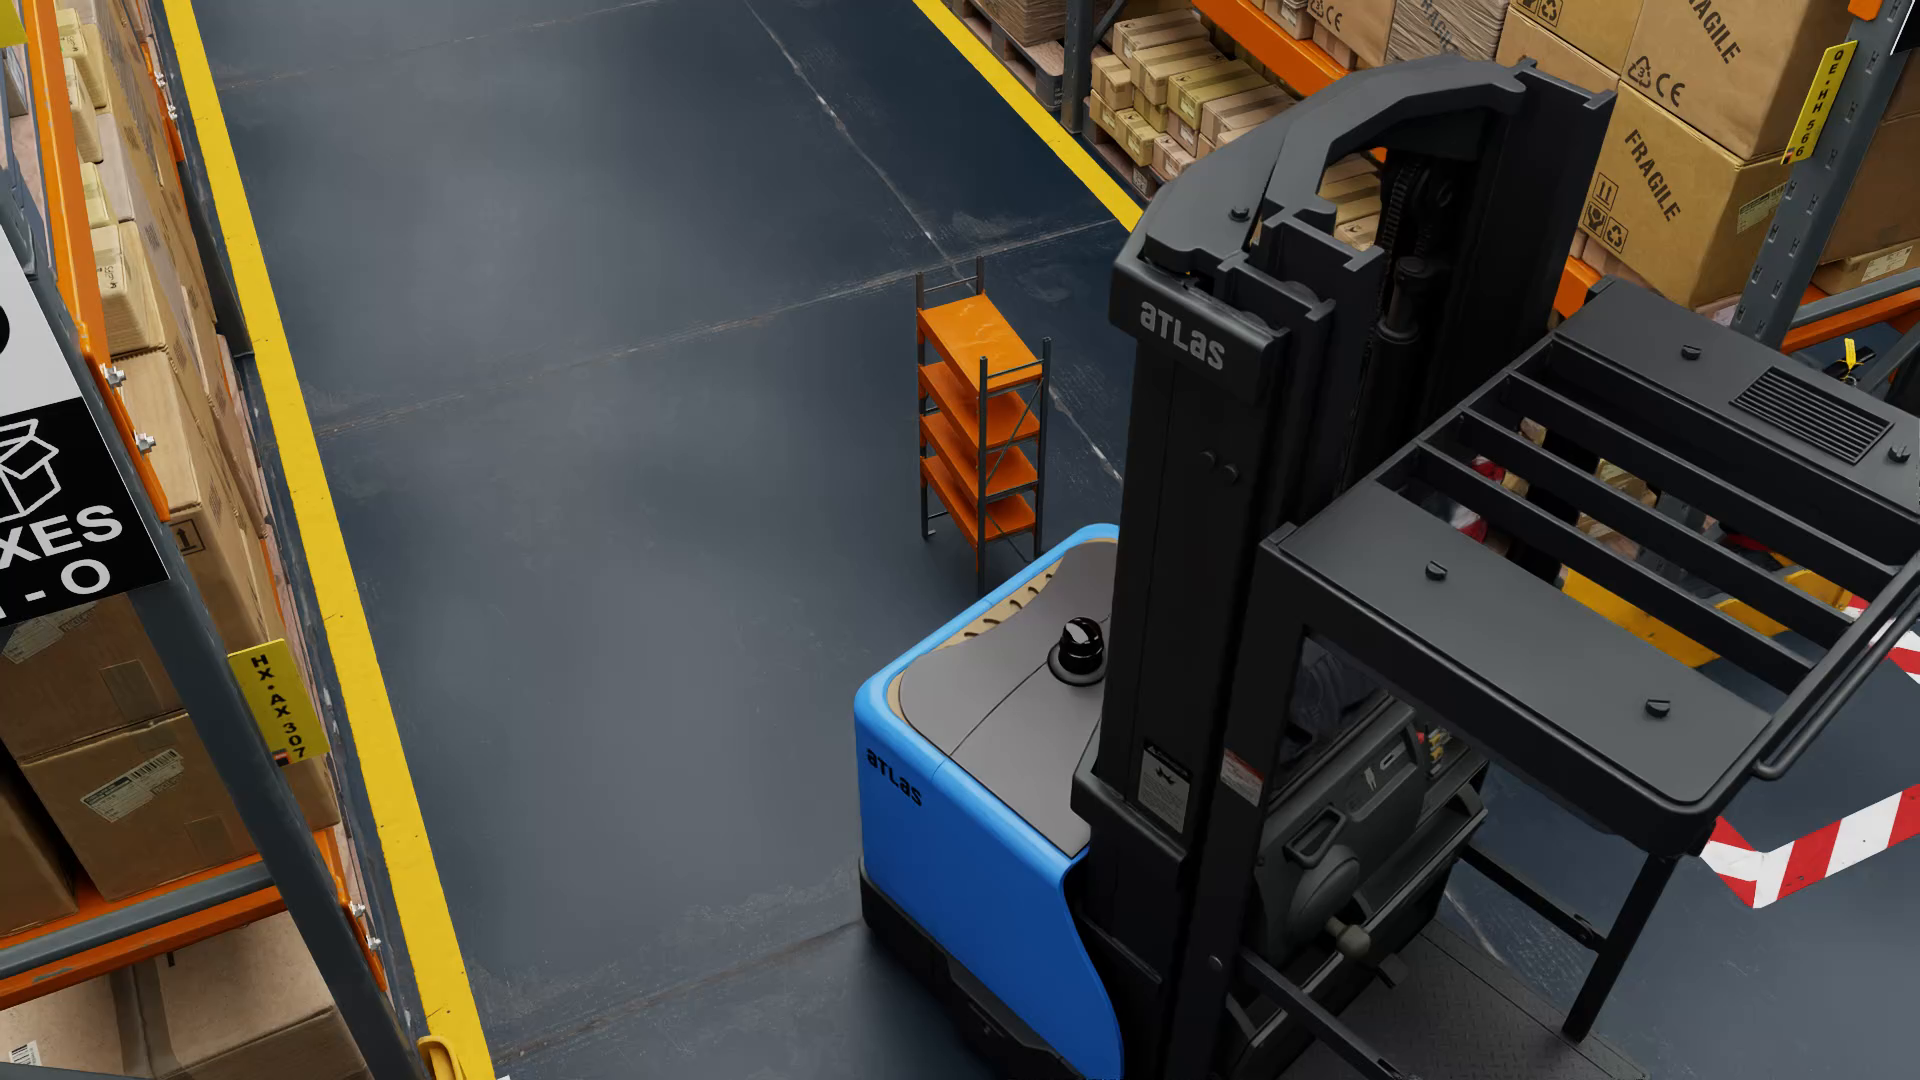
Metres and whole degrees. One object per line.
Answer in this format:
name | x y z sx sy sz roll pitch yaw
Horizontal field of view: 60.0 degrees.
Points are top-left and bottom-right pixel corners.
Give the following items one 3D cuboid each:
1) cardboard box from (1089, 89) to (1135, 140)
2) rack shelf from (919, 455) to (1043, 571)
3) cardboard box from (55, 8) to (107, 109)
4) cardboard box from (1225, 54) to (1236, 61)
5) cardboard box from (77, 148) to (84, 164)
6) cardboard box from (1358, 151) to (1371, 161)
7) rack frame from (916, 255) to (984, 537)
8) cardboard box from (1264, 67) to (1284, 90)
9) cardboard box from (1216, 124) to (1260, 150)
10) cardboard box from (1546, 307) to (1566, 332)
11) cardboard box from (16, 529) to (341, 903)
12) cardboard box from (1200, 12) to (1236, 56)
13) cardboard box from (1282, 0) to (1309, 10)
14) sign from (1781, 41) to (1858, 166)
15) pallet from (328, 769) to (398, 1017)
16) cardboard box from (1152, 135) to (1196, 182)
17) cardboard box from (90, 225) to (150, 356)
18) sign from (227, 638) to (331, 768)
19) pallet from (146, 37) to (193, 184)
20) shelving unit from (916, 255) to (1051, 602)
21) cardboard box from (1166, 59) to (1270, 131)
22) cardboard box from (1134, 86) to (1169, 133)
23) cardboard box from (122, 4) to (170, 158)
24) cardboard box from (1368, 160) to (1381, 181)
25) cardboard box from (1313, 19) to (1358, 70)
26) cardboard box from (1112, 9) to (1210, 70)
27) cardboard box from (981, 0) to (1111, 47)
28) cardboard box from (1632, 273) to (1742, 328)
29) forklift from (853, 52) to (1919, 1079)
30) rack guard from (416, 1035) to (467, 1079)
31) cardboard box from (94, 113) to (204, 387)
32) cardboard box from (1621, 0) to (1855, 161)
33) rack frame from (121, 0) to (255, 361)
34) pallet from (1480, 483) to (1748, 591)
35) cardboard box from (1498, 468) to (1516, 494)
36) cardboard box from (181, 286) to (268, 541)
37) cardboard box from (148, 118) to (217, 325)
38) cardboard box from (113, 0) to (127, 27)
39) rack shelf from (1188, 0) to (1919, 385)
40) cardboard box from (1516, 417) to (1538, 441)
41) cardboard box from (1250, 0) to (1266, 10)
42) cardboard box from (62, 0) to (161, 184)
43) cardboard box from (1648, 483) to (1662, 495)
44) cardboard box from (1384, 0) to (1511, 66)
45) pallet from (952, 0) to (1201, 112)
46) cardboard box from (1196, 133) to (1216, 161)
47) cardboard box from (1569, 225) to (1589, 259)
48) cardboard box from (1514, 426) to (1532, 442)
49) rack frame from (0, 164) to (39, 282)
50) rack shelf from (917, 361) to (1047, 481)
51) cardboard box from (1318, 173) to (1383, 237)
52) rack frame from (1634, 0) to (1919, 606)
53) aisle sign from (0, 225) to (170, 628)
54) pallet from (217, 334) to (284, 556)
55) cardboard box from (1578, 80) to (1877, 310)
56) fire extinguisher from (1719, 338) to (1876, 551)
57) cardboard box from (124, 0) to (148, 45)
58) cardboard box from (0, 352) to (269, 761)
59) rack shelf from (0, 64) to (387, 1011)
cardboard box | 0.845 -2.076 7.949 0.380 0.149 0.250 -20 48 -19
rack shelf | 0.070 -0.132 5.908 0.258 0.148 0.480 -18 47 -17
cardboard box | -2.295 -1.124 4.009 0.380 0.149 0.250 -19 48 -18
cardboard box | 1.405 -2.402 8.068 0.380 0.149 0.250 -17 47 -17
cardboard box | -2.147 -0.783 3.663 0.380 0.149 0.250 -18 47 -17
cardboard box | 1.860 -1.824 7.270 0.380 0.149 0.250 -20 48 -19
rack frame | -0.033 -0.477 5.879 0.240 1.200 0.015 -18 47 -17
cardboard box | 1.624 -2.157 7.608 0.380 0.149 0.250 -18 48 -18
cardboard box | 1.317 -1.649 7.092 0.380 0.149 0.250 -17 47 -17
cardboard box | 2.359 -0.972 6.407 0.380 0.149 0.250 -20 48 -19
cardboard box | -1.724 0.381 3.657 0.500 0.500 0.500 -18 48 -18
cardboard box | 1.370 -2.465 7.920 0.380 0.149 0.250 -17 47 -16
cardboard box | 1.357 -2.375 6.238 0.500 0.500 0.500 -19 48 -18
sign | 2.154 -1.093 4.173 0.100 0.325 0.005 -18 47 -17
pallet | -2.190 1.313 4.769 1.003 0.211 1.213 -18 47 -17
cardboard box | 1.109 -1.764 7.632 0.380 0.149 0.250 -18 47 -18
cardboard box | -1.861 -0.469 3.345 0.380 0.149 0.250 -17 47 -16
sign | -1.277 0.310 3.127 0.100 0.325 0.005 -18 47 -17
pallet | -4.375 -1.998 8.124 1.003 0.211 1.213 -18 47 -17
shelving unit | 0.070 -0.322 5.722 0.258 1.200 0.503 -18 47 -17
cardboard box | 1.154 -1.994 7.443 0.380 0.149 0.250 -19 48 -18
cardboard box | 1.034 -2.049 7.710 0.380 0.149 0.250 -18 47 -17
cardboard box | -3.038 -1.558 5.622 0.500 0.500 0.500 -18 47 -17
cardboard box | 1.894 -1.546 7.200 0.380 0.149 0.250 -20 48 -19
cardboard box | 1.559 -1.920 6.239 0.380 0.149 0.250 -16 47 -16
cardboard box | 0.941 -2.334 7.787 0.380 0.149 0.250 -16 47 -16
cardboard box | 0.444 -2.925 8.560 0.500 0.500 0.500 -19 48 -18
cardboard box | 2.272 -0.754 5.058 0.380 0.149 0.250 -18 47 -17
forklift | 1.089 0.627 3.527 1.130 2.935 3.031 -34 54 -30
rack guard | -1.773 1.712 4.159 1.175 0.500 0.348 -18 47 -17
cardboard box | -2.174 -0.628 3.967 0.500 0.500 0.500 -18 48 -18
cardboard box | 2.248 -1.435 4.574 0.500 0.500 0.500 -19 48 -18
rack frame | -3.465 -1.742 5.880 1.000 3.000 0.127 -18 47 -17
pallet | 2.324 -0.303 6.407 1.003 0.211 1.213 -18 47 -17
cardboard box | 2.055 -0.262 6.111 0.380 0.149 0.250 -17 47 -16
cardboard box | -2.160 -0.263 4.310 0.500 0.500 0.500 -18 47 -18
cardboard box | -2.592 -0.915 4.971 0.500 0.500 0.500 -19 48 -18
cardboard box | -3.016 -1.915 5.272 0.500 0.500 0.500 -18 48 -18
rack shelf | 1.825 -1.738 6.388 1.077 0.370 4.000 -18 47 -17
cardboard box | 2.160 -0.505 5.934 0.380 0.149 0.250 -17 47 -17
cardboard box | 1.297 -2.250 6.573 0.380 0.149 0.250 -17 47 -17
cardboard box | -2.587 -1.267 4.616 0.500 0.500 0.500 -17 47 -17
cardboard box | 2.736 -0.283 6.131 0.380 0.149 0.250 -17 47 -17
cardboard box | 1.809 -1.721 5.576 0.500 0.500 0.500 -18 47 -17
pallet | 0.655 -2.772 8.909 1.003 0.211 1.213 -18 47 -17
cardboard box | 1.280 -1.731 7.388 0.380 0.149 0.250 -20 48 -19
cardboard box | 2.082 -1.079 5.387 0.380 0.149 0.250 -18 48 -18
cardboard box | 2.124 -0.394 6.033 0.380 0.149 0.250 -19 48 -18
rack frame | -1.783 -1.329 1.190 1.000 3.000 0.127 -18 47 -17
rack shelf | 0.070 -0.433 5.612 0.258 0.148 0.480 -18 47 -17
cardboard box | 1.575 -1.331 6.770 0.380 0.149 0.250 -18 47 -17
rack frame | 2.666 -0.719 4.843 1.000 3.000 0.127 -18 47 -17
aisle sign | -1.490 -0.158 2.424 0.394 0.787 0.004 -18 47 -17
pallet | -3.216 -0.242 6.345 1.003 0.211 1.213 -18 47 -17
cardboard box | 2.243 -1.071 4.917 0.500 0.500 0.500 -17 47 -17
fire extinguisher | 2.353 -0.262 4.701 0.296 0.674 0.183 -18 47 -17
cardboard box | -3.410 -2.047 6.296 0.500 0.250 0.500 -19 48 -18
cardboard box | -1.726 0.025 3.306 0.500 0.500 0.500 -19 48 -18
rack shelf | -2.624 -0.212 4.841 1.077 0.370 4.000 -18 47 -17
